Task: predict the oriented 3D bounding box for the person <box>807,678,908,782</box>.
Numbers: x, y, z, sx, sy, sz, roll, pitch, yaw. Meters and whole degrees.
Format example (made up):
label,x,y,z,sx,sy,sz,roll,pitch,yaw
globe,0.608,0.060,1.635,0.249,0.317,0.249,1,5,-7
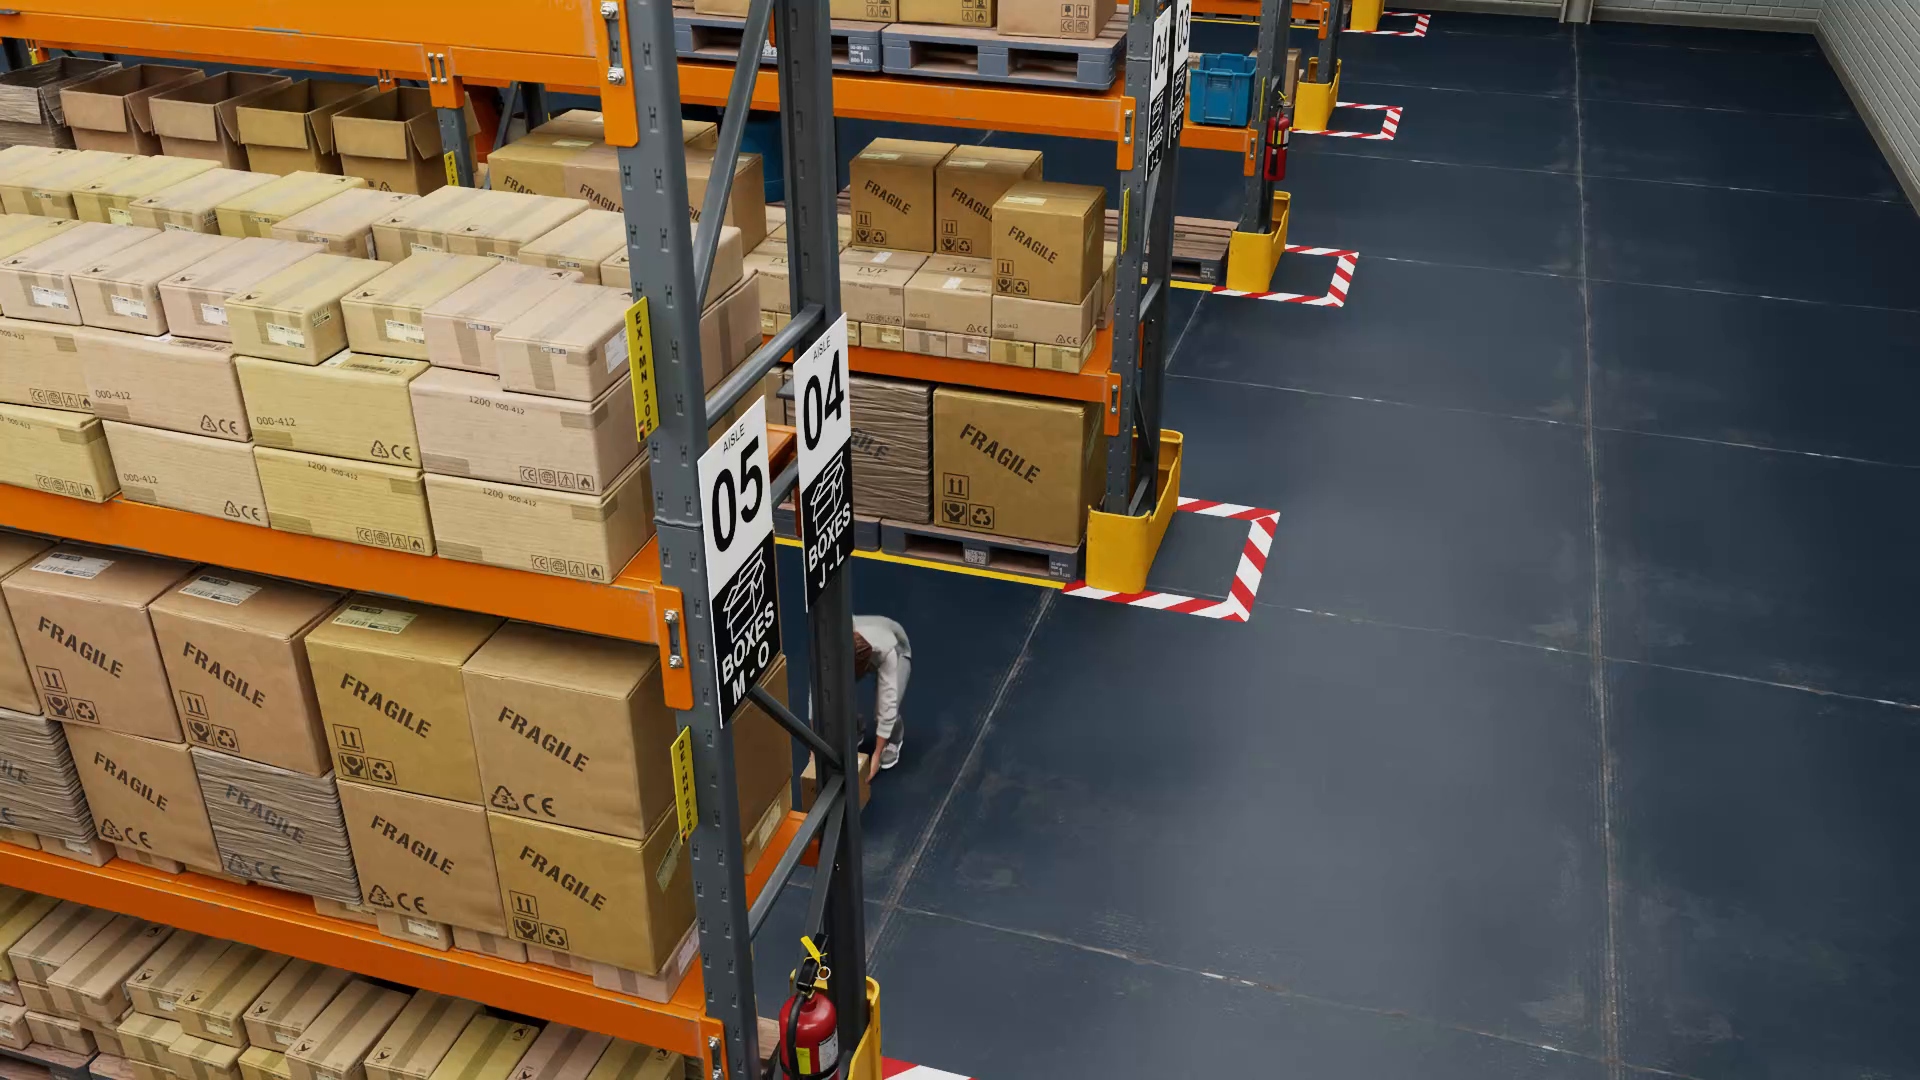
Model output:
label,x,y,z,sx,sy,sz,roll,pitch,yaw
person,-0.468,0.814,8.038,0.428,0.651,0.685,8,31,14
